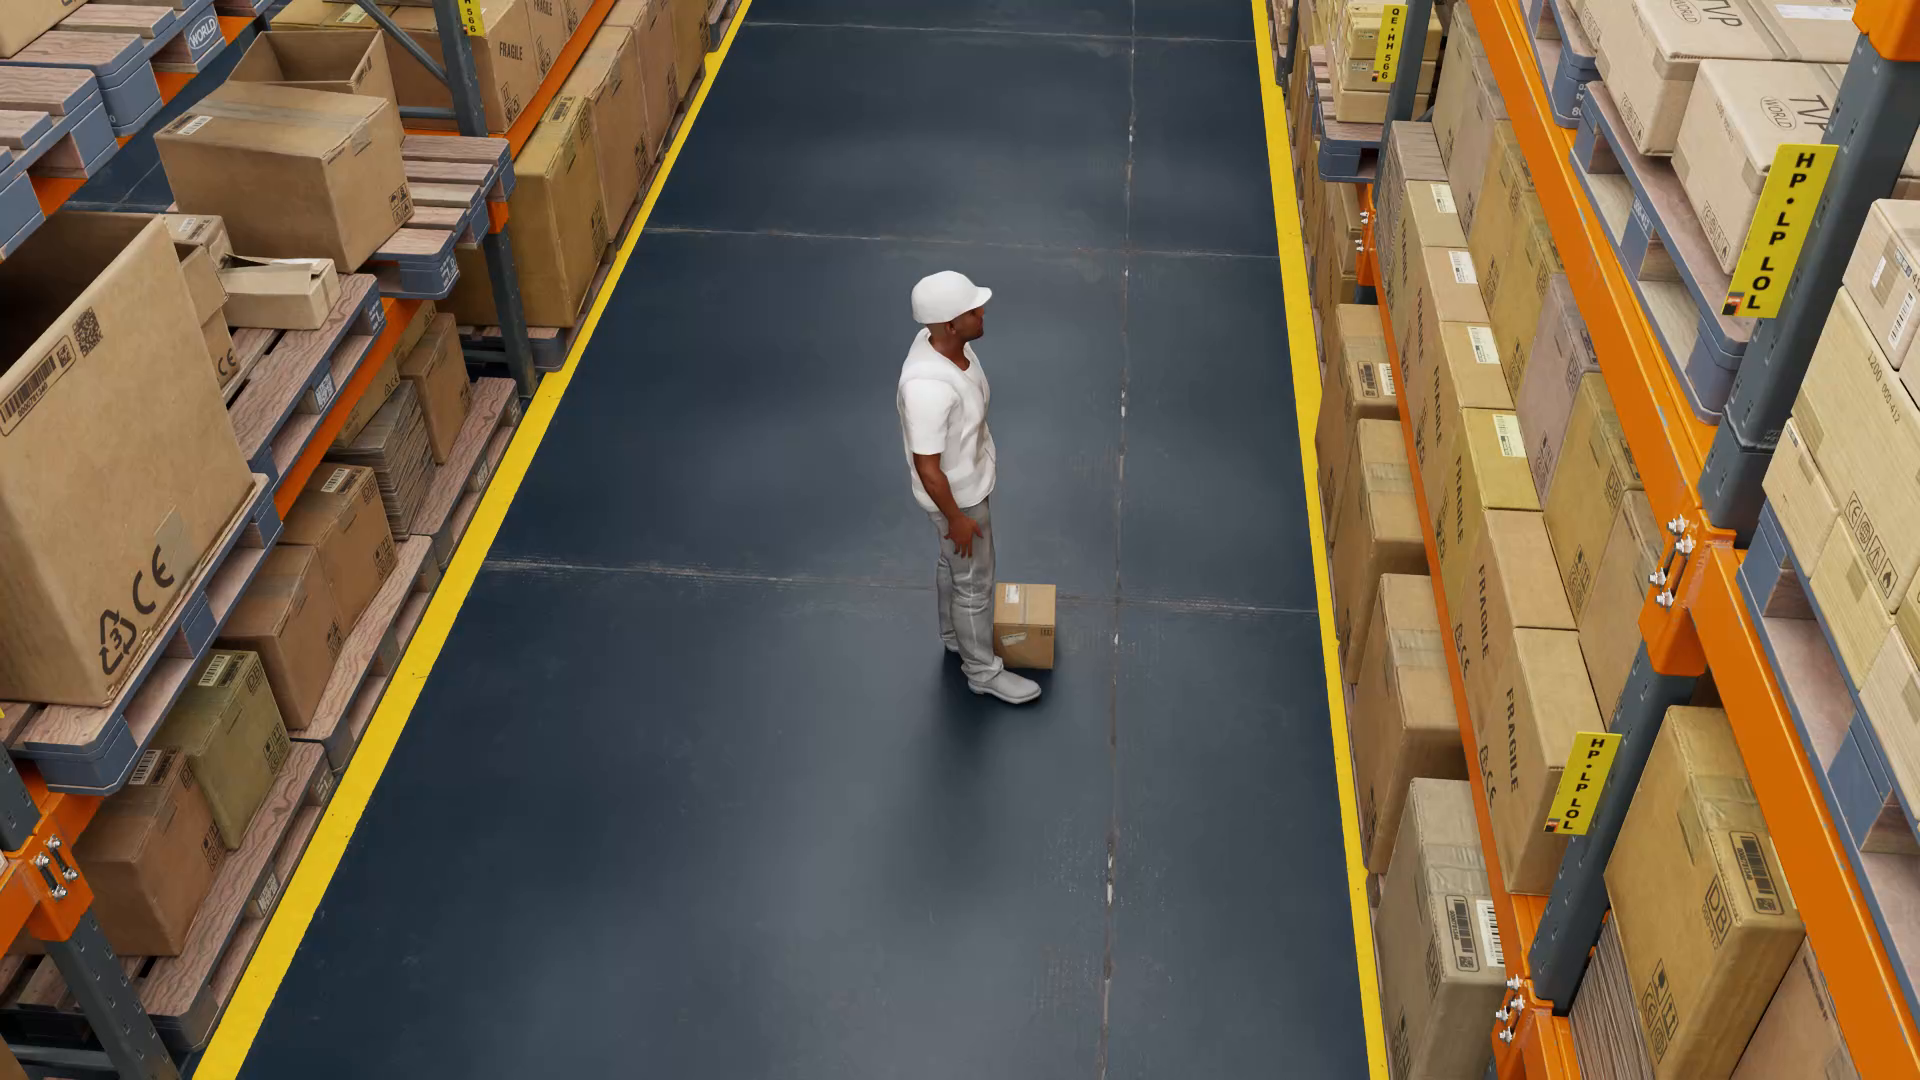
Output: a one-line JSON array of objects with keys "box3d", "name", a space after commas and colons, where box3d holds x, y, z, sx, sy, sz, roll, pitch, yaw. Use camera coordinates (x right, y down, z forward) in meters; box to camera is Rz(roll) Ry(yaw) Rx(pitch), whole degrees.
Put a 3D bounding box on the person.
[{"box3d": [0.064, -0.224, 6.392, 0.577, 1.765, 0.666, 3, 40, 4], "name": "person"}]
